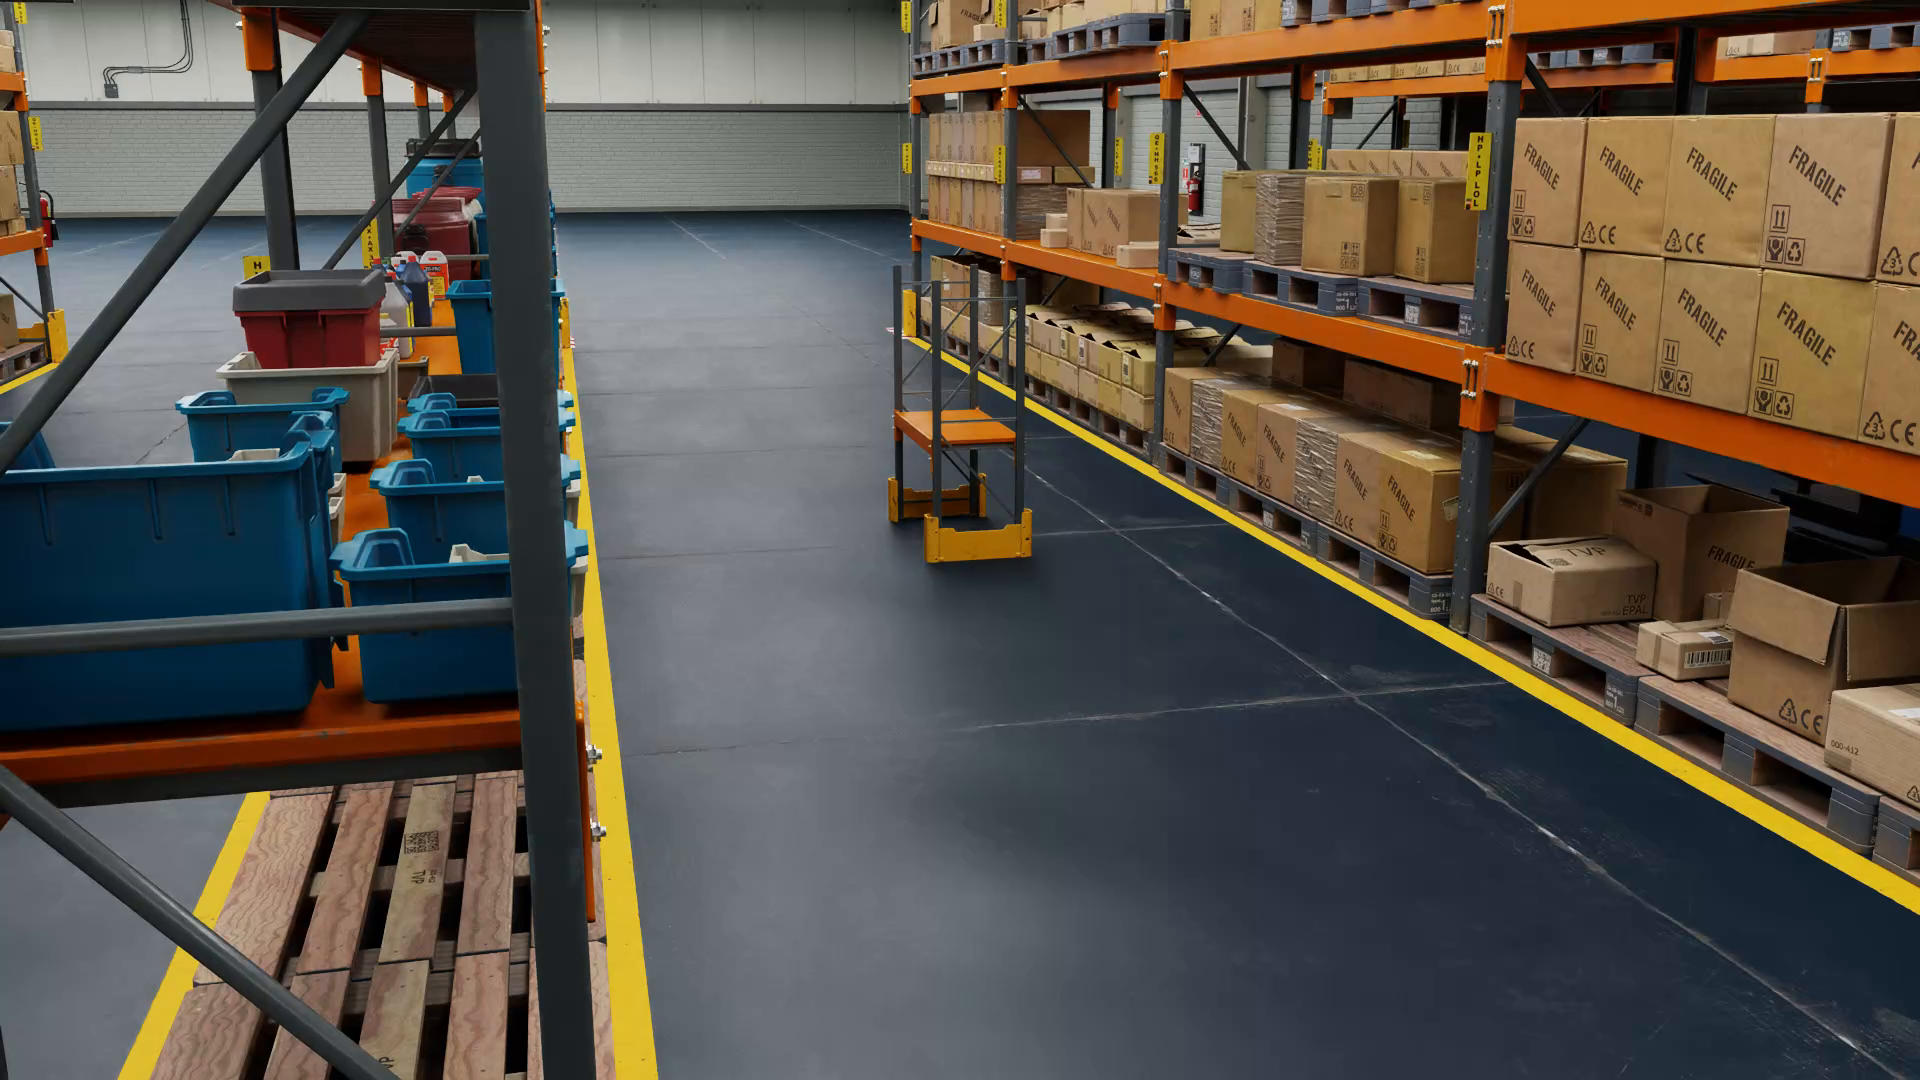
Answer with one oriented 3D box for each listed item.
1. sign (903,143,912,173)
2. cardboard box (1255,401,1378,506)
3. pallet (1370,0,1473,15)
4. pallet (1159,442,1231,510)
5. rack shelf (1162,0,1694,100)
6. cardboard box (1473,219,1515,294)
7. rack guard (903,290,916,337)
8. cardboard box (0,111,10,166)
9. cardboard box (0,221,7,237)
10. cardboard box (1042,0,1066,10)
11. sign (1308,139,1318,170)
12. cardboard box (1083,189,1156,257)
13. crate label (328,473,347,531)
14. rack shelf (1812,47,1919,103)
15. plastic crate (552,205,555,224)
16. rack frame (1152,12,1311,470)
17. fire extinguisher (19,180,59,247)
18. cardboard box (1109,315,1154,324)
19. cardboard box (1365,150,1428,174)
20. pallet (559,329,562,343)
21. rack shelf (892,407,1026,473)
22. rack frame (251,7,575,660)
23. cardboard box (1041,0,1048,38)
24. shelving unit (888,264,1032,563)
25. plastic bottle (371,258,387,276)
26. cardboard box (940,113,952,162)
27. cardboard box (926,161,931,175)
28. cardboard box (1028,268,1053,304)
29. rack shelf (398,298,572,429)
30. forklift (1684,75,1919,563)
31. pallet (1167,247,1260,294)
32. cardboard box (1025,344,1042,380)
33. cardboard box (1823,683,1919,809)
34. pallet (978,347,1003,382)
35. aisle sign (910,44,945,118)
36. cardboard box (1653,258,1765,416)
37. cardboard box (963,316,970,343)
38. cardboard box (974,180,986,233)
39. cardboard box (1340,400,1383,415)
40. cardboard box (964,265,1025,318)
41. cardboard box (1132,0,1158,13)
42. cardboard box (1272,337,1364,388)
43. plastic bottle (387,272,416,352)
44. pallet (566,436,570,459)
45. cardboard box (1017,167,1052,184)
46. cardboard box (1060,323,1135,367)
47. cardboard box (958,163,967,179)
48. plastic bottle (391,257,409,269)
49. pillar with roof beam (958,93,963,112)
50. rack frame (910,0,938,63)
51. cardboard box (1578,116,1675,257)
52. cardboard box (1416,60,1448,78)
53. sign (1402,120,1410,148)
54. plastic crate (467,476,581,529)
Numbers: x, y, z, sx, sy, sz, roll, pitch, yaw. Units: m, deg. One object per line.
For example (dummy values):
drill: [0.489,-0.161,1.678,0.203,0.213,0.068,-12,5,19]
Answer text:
sign: [-0.589,-4.254,18.526,0.100,0.325,0.005,-3,14,-13]
cardboard box: [2.029,-0.501,9.495,0.500,0.500,0.500,-4,14,-15]
pallet: [2.686,-2.576,7.726,1.213,0.211,1.003,-3,14,-13]
pallet: [1.970,-0.450,10.823,1.003,0.211,1.213,-3,14,-13]
rack shelf: [2.301,-2.625,9.046,1.077,0.370,4.000,-3,14,-13]
cardboard box: [2.877,-1.430,7.865,0.700,0.500,0.500,-9,16,-32]
rack guard: [-0.053,-2.615,19.079,1.175,0.500,0.348,-3,14,-13]
cardboard box: [-9.185,-3.723,15.403,0.500,0.500,0.500,-3,14,-13]
cardboard box: [-9.200,-2.926,15.611,0.380,0.149,0.250,-3,14,-13]
cardboard box: [0.998,-4.709,13.914,0.500,0.500,0.500,-3,14,-13]
sign: [2.356,-2.535,11.210,0.100,0.325,0.005,-3,14,-13]
cardboard box: [1.298,-2.535,13.271,0.500,0.500,0.500,-3,14,-13]
crate label: [-1.616,-0.067,3.812,0.396,0.136,0.243,-3,14,-13]
rack shelf: [7.115,-2.902,10.180,1.077,0.370,4.000,-3,14,-13]
plastic crate: [-4.308,-3.228,16.632,0.499,0.251,0.408,-3,14,-13]
rack frame: [1.831,-1.979,11.205,1.000,3.000,0.127,-3,14,-13]
fire extinguisher: [-9.257,-3.287,16.725,0.296,0.674,0.183,-3,14,-13]
cardboard box: [1.509,-1.730,13.914,0.500,0.311,0.500,-3,14,-13]
cardboard box: [4.808,-4.041,18.342,0.500,0.500,0.500,-4,14,-15]
pallet: [-4.614,-1.992,17.134,1.003,0.211,1.213,-3,14,-13]
rack shelf: [-0.020,-0.574,9.372,0.538,0.185,1.000,-3,14,-13]
rack frame: [-2.045,-0.781,6.302,1.000,3.000,0.127,-3,14,-13]
cardboard box: [1.030,-4.810,15.084,0.500,0.500,0.500,-2,14,-9]
shelving unit: [-0.018,-0.746,9.321,0.587,1.500,1.083,-3,14,-13]
plastic bottle: [-2.838,-1.205,8.141,0.144,0.351,0.185,-3,14,-13]
cardboard box: [0.191,-4.261,17.605,0.700,0.500,0.500,-4,14,-15]
cardboard box: [-0.165,-4.085,18.251,0.380,0.149,0.250,-3,14,-14]
cardboard box: [0.962,-2.373,16.150,0.500,0.500,0.500,-3,14,-13]
rack shelf: [-2.515,-0.893,8.276,1.077,0.370,4.000,-3,14,-13]
forklift: [5.068,-1.286,8.515,1.130,2.935,3.031,-3,14,-12]
pallet: [2.059,-1.733,10.604,1.213,0.211,1.003,-3,14,-13]
cardboard box: [0.864,-1.545,14.339,0.500,0.250,0.500,-3,14,-12]
cardboard box: [3.149,0.656,5.287,0.500,0.250,0.500,-3,14,-13]
pallet: [0.746,-1.733,16.074,1.003,0.211,1.213,-3,14,-13]
aisle sign: [-0.361,-5.085,18.443,0.394,0.787,0.004,-3,14,-13]
cardboard box: [2.864,-0.738,5.917,0.500,0.500,0.500,-3,14,-13]
cardboard box: [0.331,-2.095,16.590,0.500,0.250,0.500,-3,14,-13]
cardboard box: [0.537,-3.289,16.359,0.700,0.500,0.500,-3,14,-12]
cardboard box: [2.529,-0.535,9.637,0.500,0.500,0.500,-4,14,-15]
cardboard box: [0.343,-2.460,16.504,0.500,0.500,0.500,-3,14,-13]
cardboard box: [1.529,-3.788,11.724,0.500,0.250,0.500,-3,14,-12]
cardboard box: [2.296,-1.127,10.479,0.500,0.250,0.500,-3,14,-11]
plastic bottle: [-2.482,-1.001,7.308,0.144,0.351,0.185,-3,14,-13]
pallet: [-3.129,-0.530,11.150,1.003,0.211,1.213,-3,14,-13]
cardboard box: [0.620,-3.316,15.101,0.380,0.149,0.250,-3,14,-13]
cardboard box: [1.109,-1.578,13.294,0.500,0.311,0.500,-3,14,-12]
cardboard box: [0.195,-3.731,16.799,0.380,0.149,0.250,-3,14,-13]
plastic bottle: [-3.088,-1.419,9.174,0.152,0.276,0.135,-3,14,-13]
pillar with roof beam: [-4.049,-12.199,40.398,9.100,9.000,0.400,-3,14,-13]
rack frame: [-0.048,-6.738,18.047,1.000,3.000,0.127,-3,14,-13]
cardboard box: [2.729,-1.347,6.302,0.500,0.500,0.500,-4,14,-15]
cardboard box: [5.074,-5.040,17.161,0.500,0.500,0.500,-4,14,-15]
sign: [5.311,-4.843,19.826,0.100,0.325,0.005,-3,14,-13]
plastic crate: [-0.998,-0.069,3.819,0.250,0.136,0.298,-3,14,-13]
